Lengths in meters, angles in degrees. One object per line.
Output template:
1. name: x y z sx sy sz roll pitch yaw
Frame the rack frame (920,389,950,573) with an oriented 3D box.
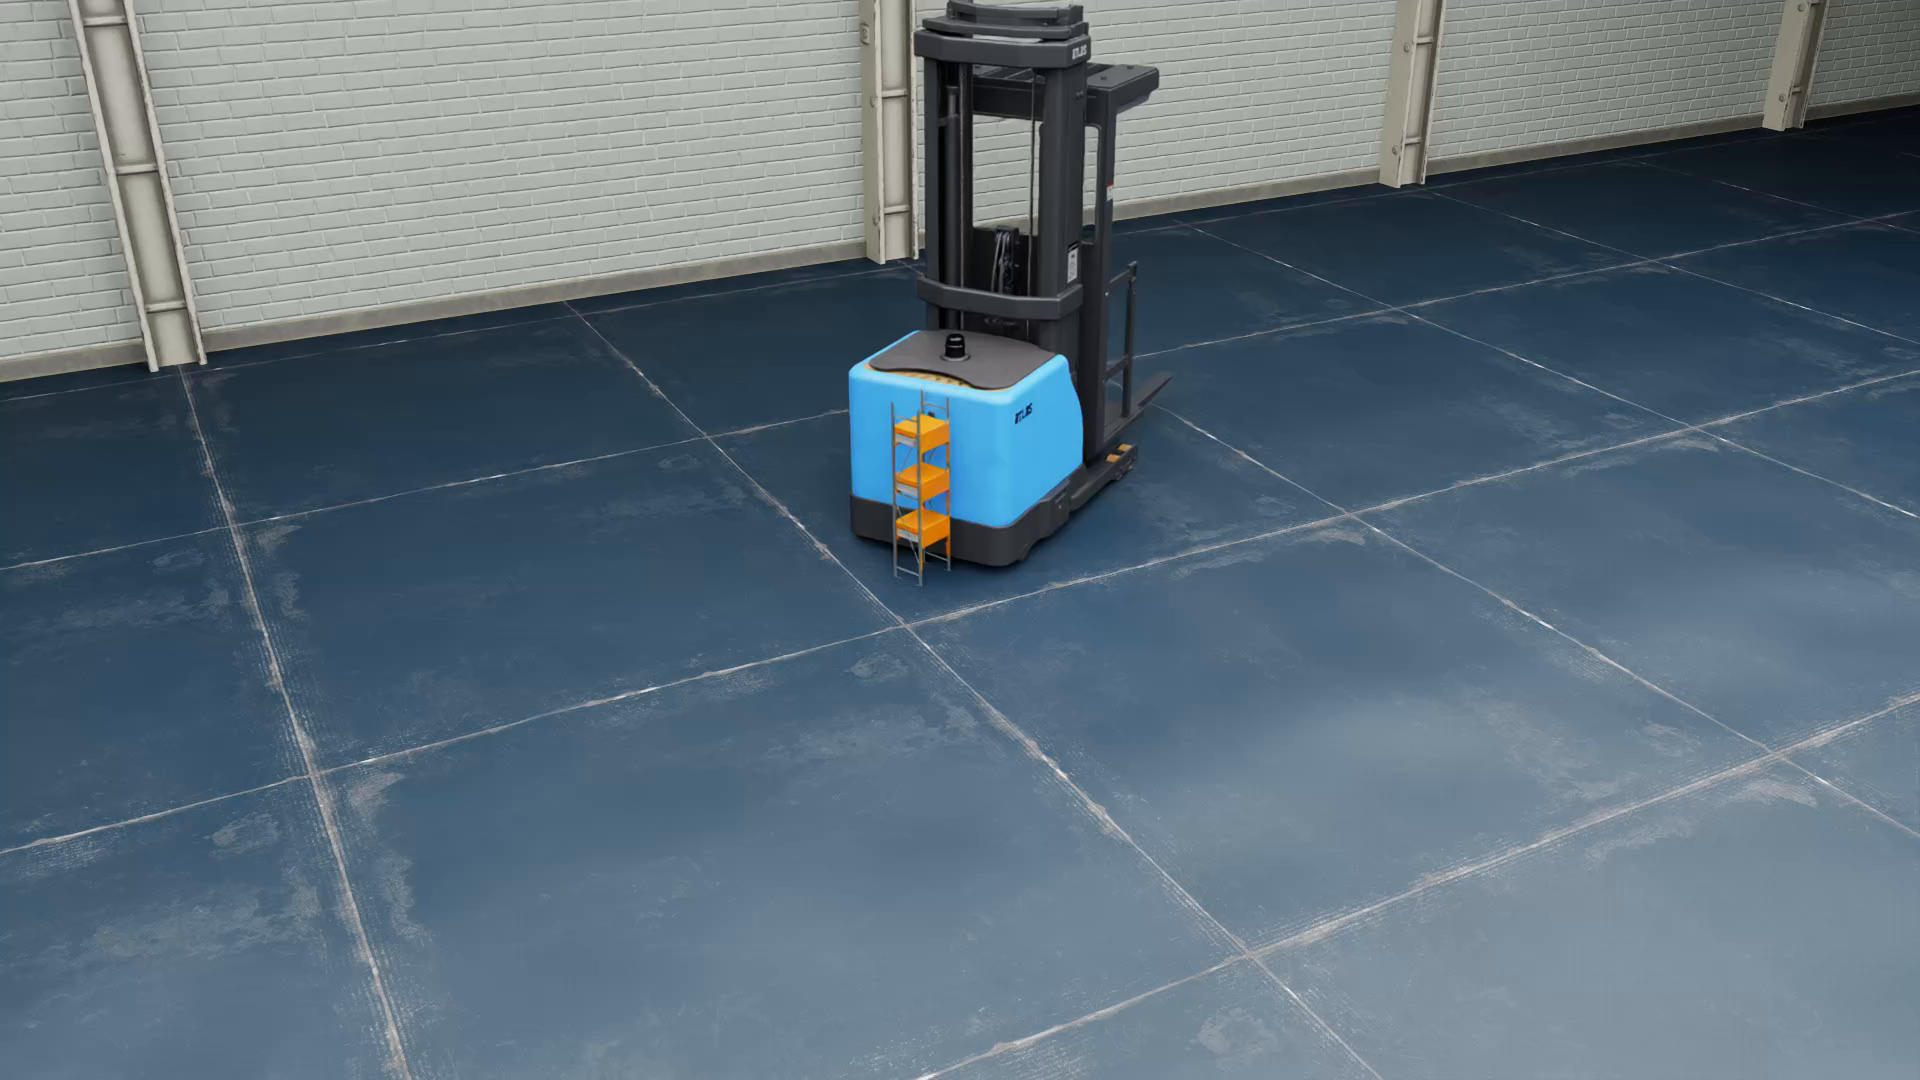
1. rack frame: -0.135 -0.318 9.198 0.200 1.050 0.008 20 32 35

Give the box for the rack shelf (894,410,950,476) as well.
1. rack shelf: -0.213 -0.523 8.995 0.215 0.259 0.240 20 32 35

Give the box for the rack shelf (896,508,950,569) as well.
1. rack shelf: -0.213 -0.017 9.238 0.215 0.259 0.240 20 32 35

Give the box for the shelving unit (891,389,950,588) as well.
1. shelving unit: -0.213 -0.277 9.114 0.215 1.050 0.252 20 32 35

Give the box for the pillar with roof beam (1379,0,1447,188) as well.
1. pillar with roof beam: 6.704 -6.204 12.274 0.400 9.000 9.100 -13 29 -25

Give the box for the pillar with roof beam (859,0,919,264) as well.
1. pillar with roof beam: 1.410 -4.982 9.729 0.400 9.000 9.100 -13 29 -25

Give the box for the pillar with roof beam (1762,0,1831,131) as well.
1. pillar with roof beam: 11.998 -7.426 14.819 0.400 9.000 9.100 -13 29 -25

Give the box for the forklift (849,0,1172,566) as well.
1. forklift: 0.492 -1.778 10.067 1.130 2.935 3.031 13 28 25

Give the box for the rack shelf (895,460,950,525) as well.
1. rack shelf: -0.213 -0.267 9.118 0.215 0.259 0.240 20 32 35

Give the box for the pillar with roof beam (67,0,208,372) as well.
1. pillar with roof beam: -3.884 -3.760 7.183 0.400 9.000 9.100 -13 29 -25

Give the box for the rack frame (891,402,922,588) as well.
1. rack frame: -0.290 -0.236 9.029 0.200 1.050 0.008 20 32 35
